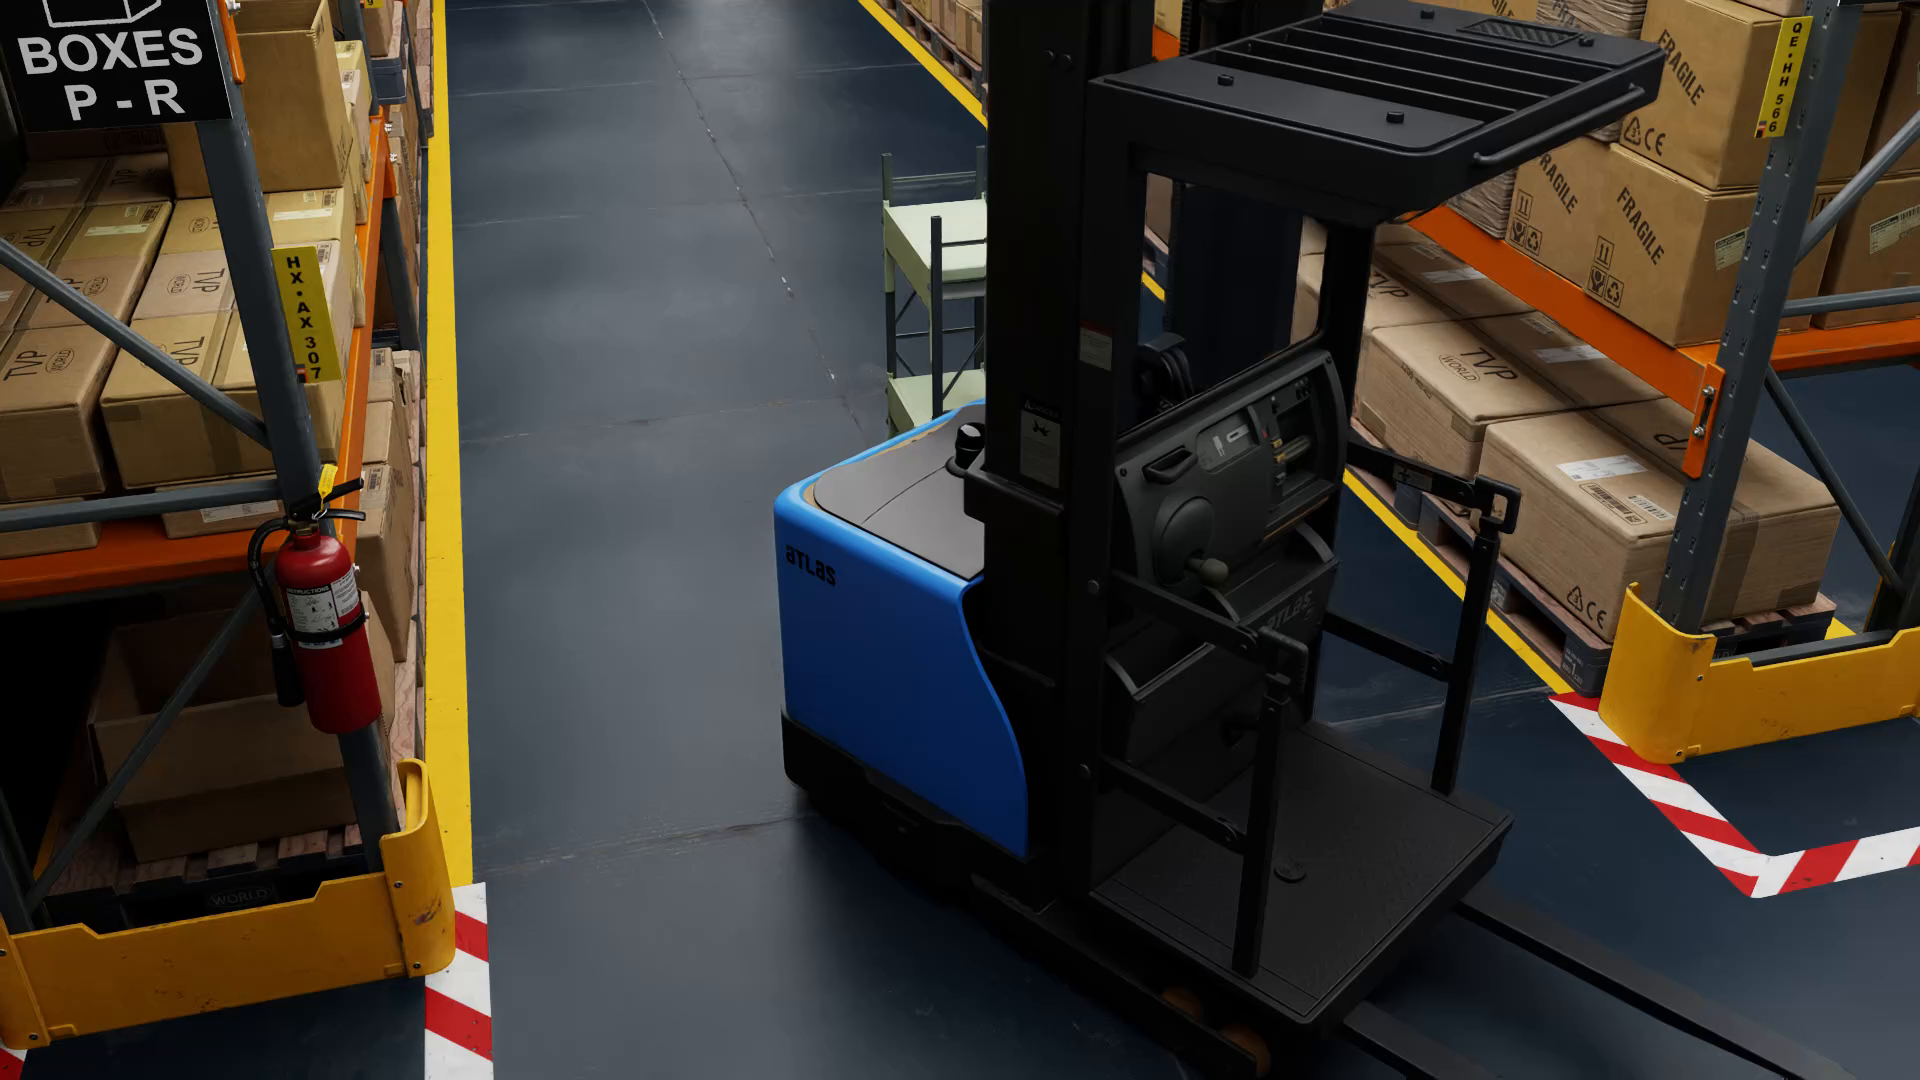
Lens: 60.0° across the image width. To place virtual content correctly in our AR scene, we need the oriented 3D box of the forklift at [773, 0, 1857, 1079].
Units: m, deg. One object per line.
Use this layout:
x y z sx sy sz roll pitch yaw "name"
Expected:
0.856 -0.147 4.079 3.031 2.935 1.130 25 38 36 "forklift"

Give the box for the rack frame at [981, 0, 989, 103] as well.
0.655 -4.587 11.680 1.000 3.000 0.127 -8 31 -13 "rack frame"

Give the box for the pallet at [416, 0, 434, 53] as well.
-4.958 -4.299 13.967 1.003 0.211 1.213 -8 31 -13 "pallet"

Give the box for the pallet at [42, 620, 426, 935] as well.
-2.239 0.724 5.288 1.003 0.211 1.213 -8 31 -13 "pallet"

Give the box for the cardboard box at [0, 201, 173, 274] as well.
-2.646 -0.801 4.992 0.500 0.250 0.500 -7 31 -12 "cardboard box"

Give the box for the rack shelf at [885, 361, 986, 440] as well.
-0.002 -0.370 6.543 0.431 0.370 0.720 -8 31 -13 "rack shelf"

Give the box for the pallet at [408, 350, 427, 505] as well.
-2.886 -0.454 7.324 1.003 0.211 1.213 -8 31 -13 "pallet"

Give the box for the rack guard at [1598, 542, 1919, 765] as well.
2.785 0.371 5.611 1.175 0.500 0.348 -8 31 -13 "rack guard"

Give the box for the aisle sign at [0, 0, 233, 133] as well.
-1.705 -1.192 3.220 0.394 0.787 0.004 -8 31 -13 "aisle sign"

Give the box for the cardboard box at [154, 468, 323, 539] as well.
-1.829 -0.148 4.261 0.380 0.149 0.250 -8 31 -14 "cardboard box"

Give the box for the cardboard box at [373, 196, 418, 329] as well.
-2.979 -1.356 8.175 0.500 0.500 0.500 -7 31 -11 "cardboard box"

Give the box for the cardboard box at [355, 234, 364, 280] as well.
-2.212 -0.901 5.563 0.380 0.149 0.250 -7 31 -12 "cardboard box"

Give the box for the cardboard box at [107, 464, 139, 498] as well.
-2.361 -0.207 4.365 0.380 0.149 0.250 -7 31 -12 "cardboard box"

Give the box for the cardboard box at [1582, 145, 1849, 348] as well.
2.396 -0.964 5.321 0.500 0.500 0.500 -8 31 -13 "cardboard box"

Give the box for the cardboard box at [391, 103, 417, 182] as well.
-3.546 -2.354 9.898 0.500 0.500 0.500 -7 31 -11 "cardboard box"

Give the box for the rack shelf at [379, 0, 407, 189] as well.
-3.598 -2.648 9.048 1.077 0.370 4.000 -8 31 -13 "rack shelf"

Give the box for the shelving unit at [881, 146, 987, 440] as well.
-0.002 -0.652 6.380 0.431 1.500 0.755 -8 31 -13 "shelving unit"

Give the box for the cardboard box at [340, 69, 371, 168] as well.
-2.550 -1.603 6.378 0.500 0.250 0.500 -8 31 -13 "cardboard box"

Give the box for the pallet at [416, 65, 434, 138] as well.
-4.310 -3.121 11.931 1.003 0.211 1.213 -8 31 -13 "pallet"

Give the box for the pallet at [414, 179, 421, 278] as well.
-3.647 -1.764 9.587 1.003 0.211 1.213 -8 31 -13 "pallet"

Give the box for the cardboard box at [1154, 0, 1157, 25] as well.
1.221 -3.019 9.121 0.500 0.250 0.500 -8 31 -14 "cardboard box"

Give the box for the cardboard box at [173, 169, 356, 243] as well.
-2.295 -1.112 5.529 0.500 0.250 0.500 -9 31 -15 "cardboard box"

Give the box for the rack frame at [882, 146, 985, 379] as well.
-0.099 -0.829 6.685 0.400 1.500 0.023 -8 31 -13 "rack frame"

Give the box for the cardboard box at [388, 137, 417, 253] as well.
-3.258 -1.854 9.035 0.500 0.500 0.500 -9 31 -15 "cardboard box"

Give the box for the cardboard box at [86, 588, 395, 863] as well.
-2.077 0.530 4.913 0.797 0.503 0.637 -9 31 -15 "cardboard box"

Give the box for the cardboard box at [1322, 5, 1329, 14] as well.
1.719 -2.193 7.445 0.500 0.500 0.500 -8 31 -13 "cardboard box"

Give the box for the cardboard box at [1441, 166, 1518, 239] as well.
2.131 -1.455 6.170 0.500 0.500 0.500 -7 31 -12 "cardboard box"

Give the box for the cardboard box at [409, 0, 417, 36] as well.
-4.843 -4.384 13.282 0.875 0.625 0.625 -8 31 -14 "cardboard box"

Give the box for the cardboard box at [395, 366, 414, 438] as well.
-2.542 -0.589 7.083 0.396 0.266 0.258 -7 31 -11 "cardboard box"

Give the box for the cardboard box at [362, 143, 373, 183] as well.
-2.557 -1.519 6.630 0.380 0.149 0.250 -7 31 -12 "cardboard box"

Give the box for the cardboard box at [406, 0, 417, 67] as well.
-4.463 -3.696 12.093 0.875 0.625 0.625 -7 31 -12 "cardboard box"

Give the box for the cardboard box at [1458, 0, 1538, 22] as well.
2.126 -1.888 5.919 0.500 0.500 0.500 -8 31 -14 "cardboard box"

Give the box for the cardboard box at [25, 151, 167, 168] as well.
-2.922 -1.291 5.839 0.500 0.250 0.500 -7 31 -12 "cardboard box"

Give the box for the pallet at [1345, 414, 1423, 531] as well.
2.171 -0.480 7.368 1.003 0.211 1.213 -8 31 -13 "pallet"

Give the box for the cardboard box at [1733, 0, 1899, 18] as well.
2.490 -1.626 4.820 0.380 0.149 0.250 -7 31 -13 "cardboard box"

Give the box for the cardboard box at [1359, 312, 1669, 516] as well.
2.256 -0.542 6.831 0.875 0.438 0.875 -7 31 -12 "cardboard box"

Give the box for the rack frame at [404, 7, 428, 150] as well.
-4.129 -3.925 10.537 1.000 3.000 0.127 -8 31 -13 "rack frame"

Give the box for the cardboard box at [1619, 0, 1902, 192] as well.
2.421 -1.400 5.076 0.500 0.500 0.500 -7 31 -12 "cardboard box"

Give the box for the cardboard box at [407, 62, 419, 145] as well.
-3.810 -2.849 10.754 0.500 0.500 0.500 -7 31 -12 "cardboard box"

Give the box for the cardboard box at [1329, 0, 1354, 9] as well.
1.863 -2.375 6.761 0.500 0.500 0.500 -7 31 -12 "cardboard box"

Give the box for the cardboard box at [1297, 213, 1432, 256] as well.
1.780 -1.410 8.330 0.875 0.438 0.875 -8 31 -14 "cardboard box"

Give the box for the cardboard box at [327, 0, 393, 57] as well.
-2.980 -2.481 7.524 0.700 0.500 0.500 -7 31 -12 "cardboard box"

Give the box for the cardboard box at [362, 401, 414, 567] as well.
-2.310 -0.156 6.100 0.500 0.500 0.500 -7 31 -12 "cardboard box"

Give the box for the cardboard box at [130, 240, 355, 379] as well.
-2.001 -0.623 4.685 0.500 0.250 0.500 -8 31 -13 "cardboard box"

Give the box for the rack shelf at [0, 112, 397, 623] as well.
-2.537 -0.716 5.710 1.077 0.370 4.000 -8 31 -13 "rack shelf"

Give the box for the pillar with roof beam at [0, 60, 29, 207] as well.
0.399 -4.706 5.897 9.100 9.000 0.400 -8 31 -13 "pillar with roof beam"

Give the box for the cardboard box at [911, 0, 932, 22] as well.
0.116 -4.628 13.955 0.950 0.372 0.625 -7 31 -12 "cardboard box"

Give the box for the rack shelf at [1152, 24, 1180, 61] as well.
1.186 -3.309 10.191 1.077 0.370 4.000 -8 31 -13 "rack shelf"

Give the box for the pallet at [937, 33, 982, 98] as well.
0.449 -3.757 13.031 1.003 0.211 1.213 -8 31 -13 "pallet"

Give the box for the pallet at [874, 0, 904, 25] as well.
-0.198 -4.936 15.067 1.003 0.211 1.213 -8 31 -13 "pallet"

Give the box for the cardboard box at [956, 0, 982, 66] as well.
0.515 -3.905 12.707 0.950 0.372 0.625 -10 32 -17 "cardboard box"

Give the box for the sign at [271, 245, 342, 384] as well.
-1.483 -0.508 3.769 0.100 0.325 0.005 -8 31 -13 "sign"

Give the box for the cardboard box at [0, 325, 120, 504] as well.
-2.384 -0.312 4.147 0.500 0.250 0.500 -7 31 -12 "cardboard box"

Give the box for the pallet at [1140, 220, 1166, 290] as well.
1.440 -1.810 9.667 1.003 0.211 1.213 -8 31 -13 "pallet"

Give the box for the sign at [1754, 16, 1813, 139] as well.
2.252 -1.261 4.542 0.100 0.325 0.005 -8 31 -13 "sign"

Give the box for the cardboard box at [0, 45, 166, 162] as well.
-2.929 -1.627 5.670 0.500 0.500 0.500 -9 31 -15 "cardboard box"
